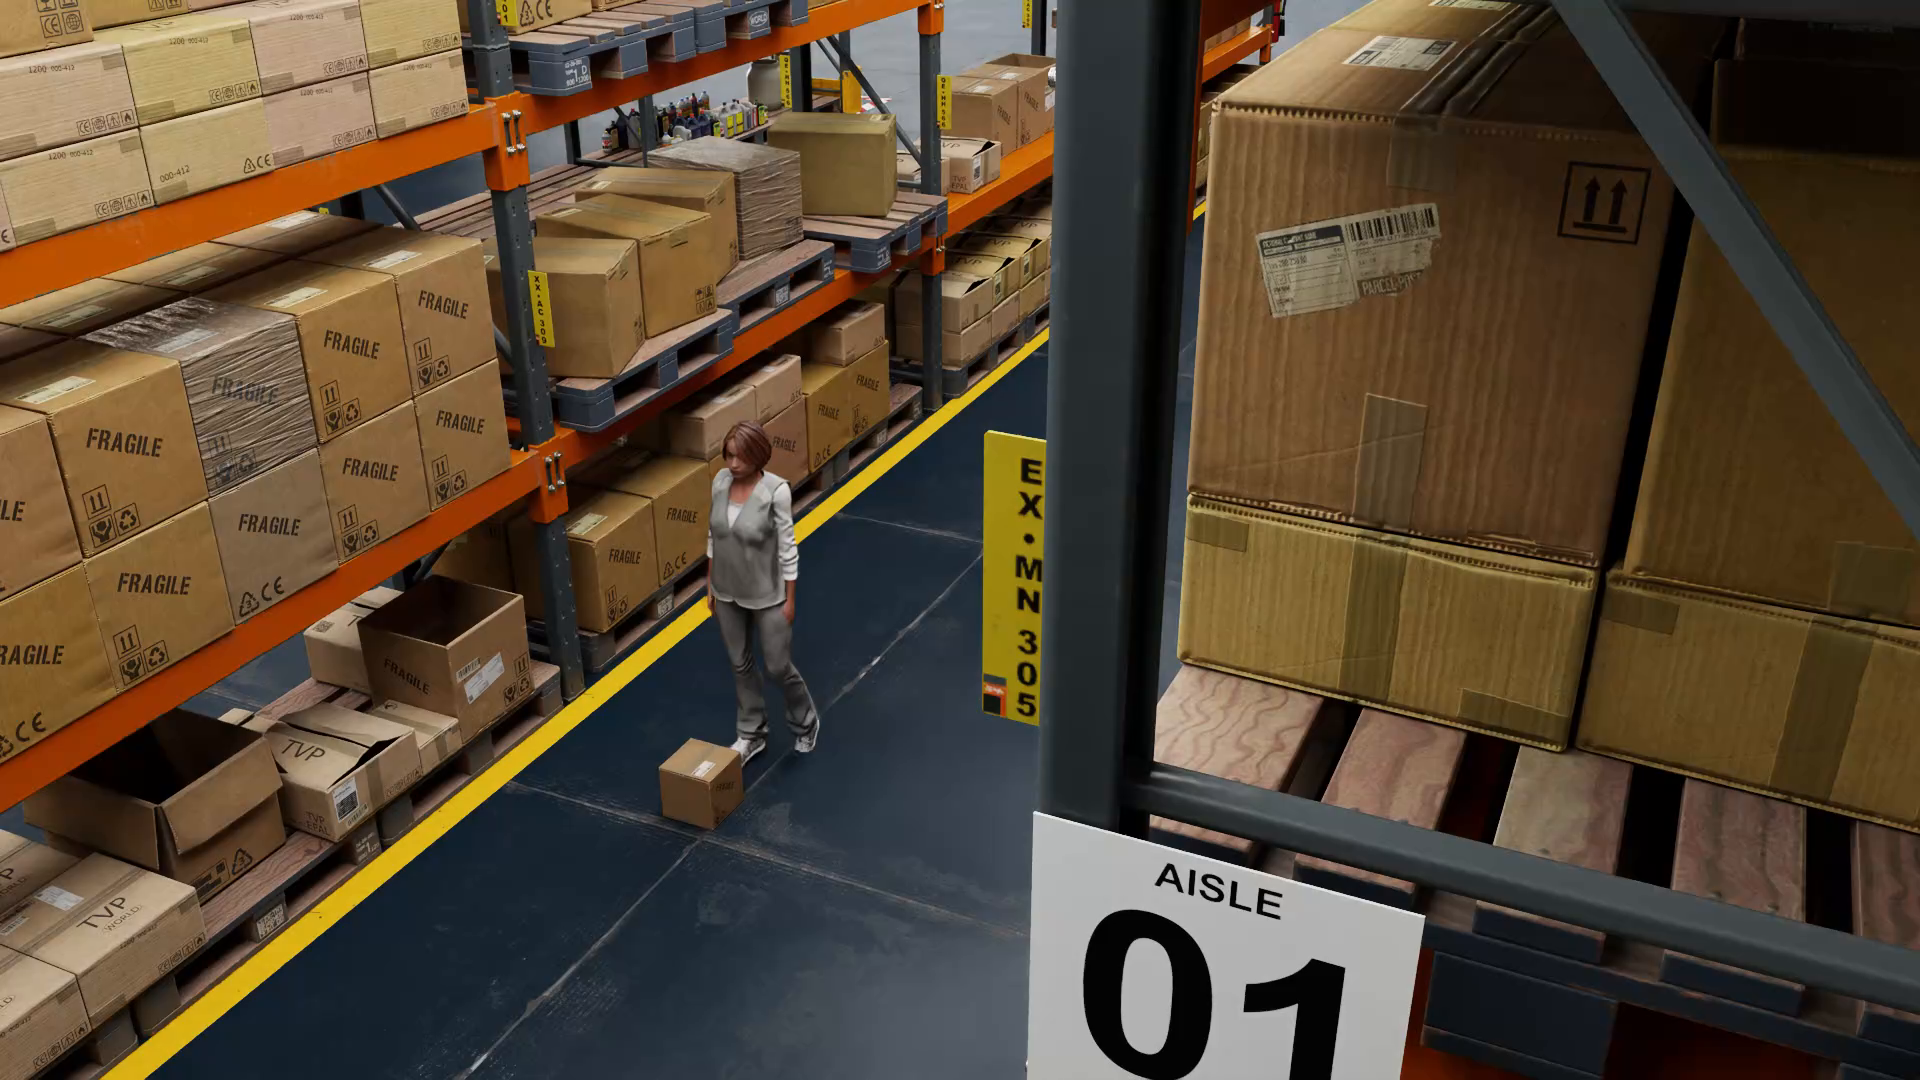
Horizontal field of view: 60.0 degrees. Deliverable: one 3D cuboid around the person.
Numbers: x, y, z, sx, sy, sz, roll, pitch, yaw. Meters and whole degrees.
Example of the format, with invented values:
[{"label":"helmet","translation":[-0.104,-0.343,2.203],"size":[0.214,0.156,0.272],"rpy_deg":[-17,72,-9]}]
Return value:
[{"label":"person","translation":[-0.891,0.266,7.156],"size":[0.424,1.662,0.432],"rpy_deg":[12,29,22]}]
